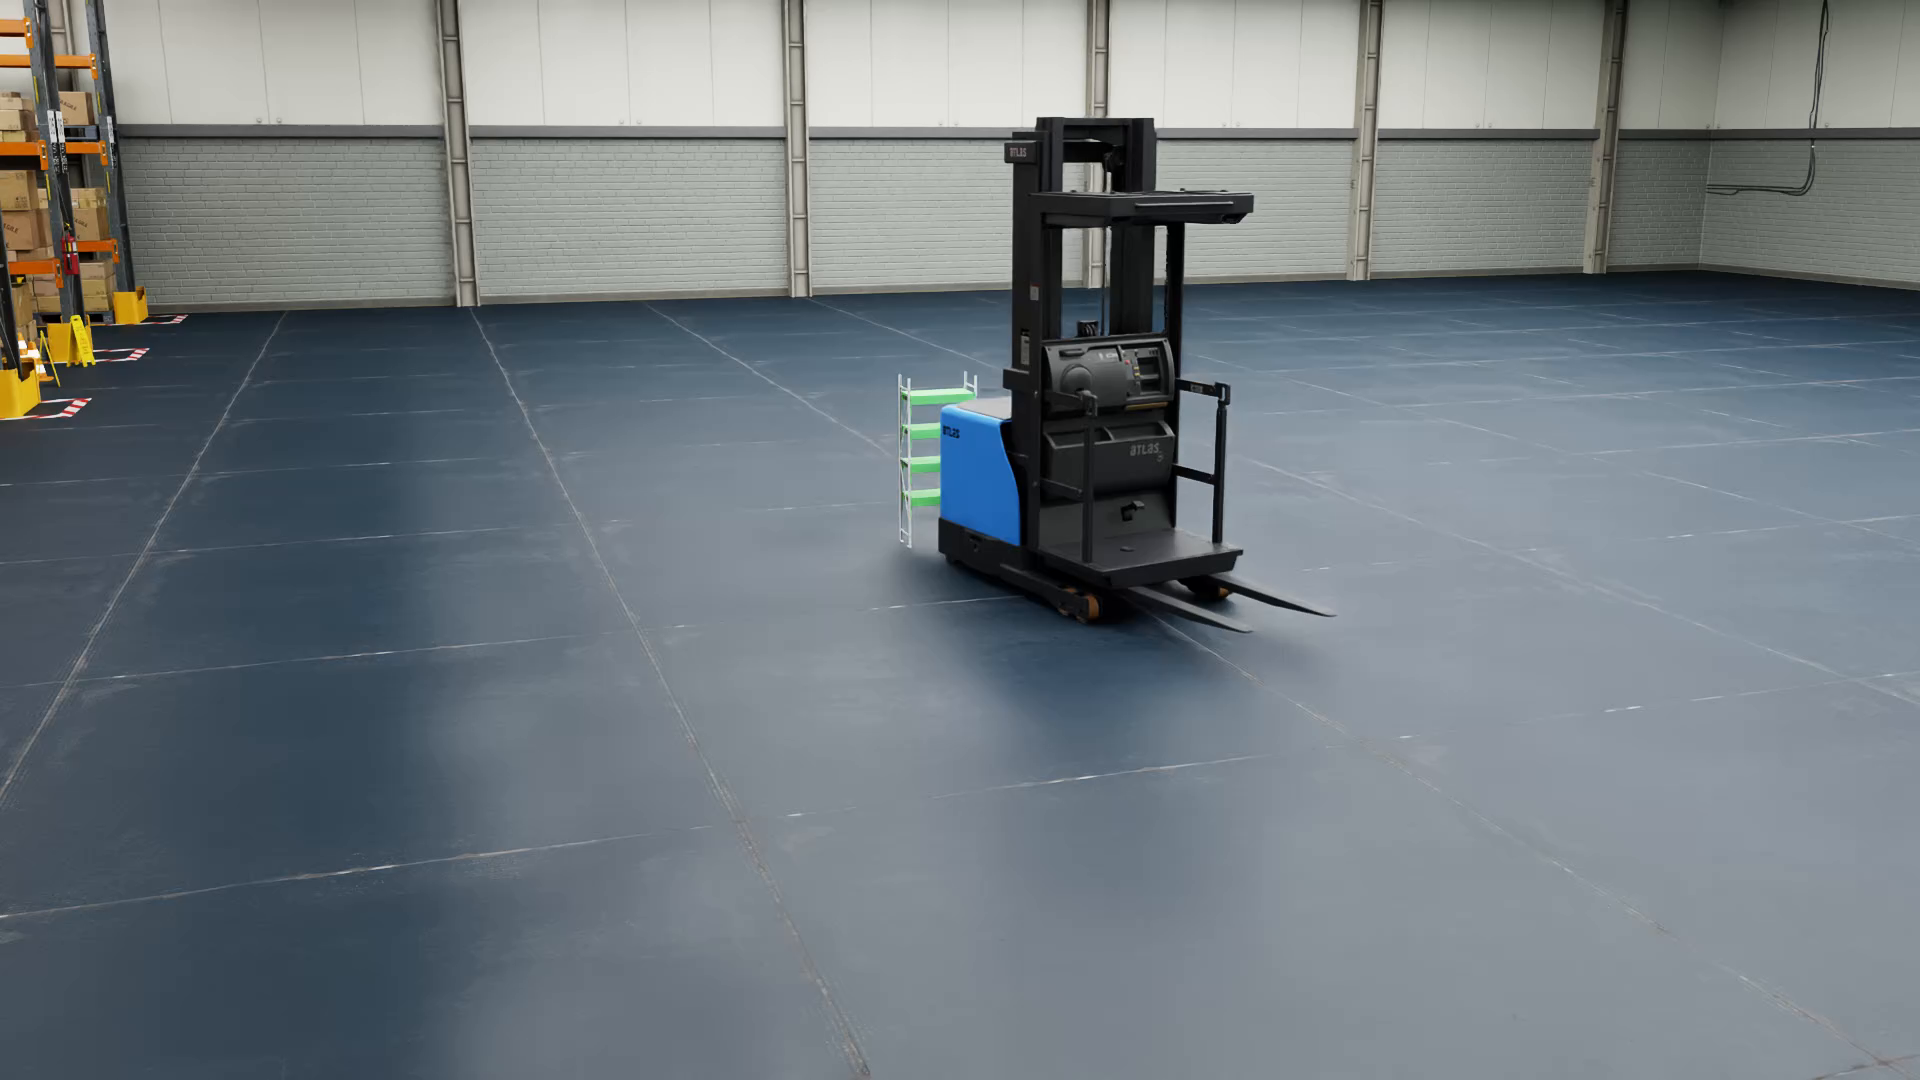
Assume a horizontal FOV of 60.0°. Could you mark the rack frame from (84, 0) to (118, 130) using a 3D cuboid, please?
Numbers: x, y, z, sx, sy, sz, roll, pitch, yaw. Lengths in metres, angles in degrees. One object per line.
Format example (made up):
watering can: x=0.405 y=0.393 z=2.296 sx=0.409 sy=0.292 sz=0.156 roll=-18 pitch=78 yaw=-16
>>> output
rack frame: x=-13.432 y=-7.935 z=25.892 sx=0.127 sy=3.000 sz=1.000 roll=-4 pitch=14 yaw=-18

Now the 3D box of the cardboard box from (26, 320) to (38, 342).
cardboard box: x=-12.699 y=-2.795 z=22.285 sx=0.500 sy=0.250 sz=0.500 roll=-5 pitch=14 yaw=-19

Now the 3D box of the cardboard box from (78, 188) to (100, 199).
cardboard box: x=-13.705 y=-5.452 z=26.160 sx=0.250 sy=0.149 sz=0.380 roll=-4 pitch=14 yaw=-18

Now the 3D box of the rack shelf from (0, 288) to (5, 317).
rack shelf: x=-12.067 y=-2.352 z=16.941 sx=4.000 sy=0.370 sz=1.077 roll=-4 pitch=14 yaw=-18

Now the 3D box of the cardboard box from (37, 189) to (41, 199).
cardboard box: x=-14.428 y=-5.400 z=25.940 sx=0.250 sy=0.149 sz=0.380 roll=-4 pitch=14 yaw=-18

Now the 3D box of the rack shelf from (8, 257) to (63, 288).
rack shelf: x=-13.741 y=-3.430 z=21.474 sx=4.000 sy=0.370 sz=1.077 roll=-4 pitch=14 yaw=-18

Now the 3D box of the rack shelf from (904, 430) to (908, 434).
rack shelf: x=-0.157 y=-0.771 z=11.744 sx=0.442 sy=0.029 sz=0.199 roll=-4 pitch=14 yaw=-18

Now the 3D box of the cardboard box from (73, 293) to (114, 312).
cardboard box: x=-13.777 y=-3.779 z=26.419 sx=0.500 sy=0.250 sz=0.500 roll=-4 pitch=14 yaw=-18

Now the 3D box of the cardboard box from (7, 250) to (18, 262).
cardboard box: x=-12.337 y=-3.688 z=21.546 sx=0.250 sy=0.149 sz=0.380 roll=-5 pitch=14 yaw=-19

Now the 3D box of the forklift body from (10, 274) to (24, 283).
forklift body: x=-14.648 y=-4.063 z=24.414 sx=1.214 sy=2.155 sz=2.313 roll=-4 pitch=14 yaw=-18

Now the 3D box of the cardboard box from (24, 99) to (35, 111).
cardboard box: x=-12.248 y=-5.671 z=21.678 sx=0.250 sy=0.149 sz=0.380 roll=-5 pitch=14 yaw=-18

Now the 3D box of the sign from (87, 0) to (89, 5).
sign: x=-13.273 y=-8.307 z=25.270 sx=0.005 sy=0.325 sz=0.100 roll=-4 pitch=14 yaw=-18

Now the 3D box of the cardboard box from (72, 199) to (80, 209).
cardboard box: x=-13.904 y=-5.268 z=26.027 sx=0.250 sy=0.149 sz=0.380 roll=-4 pitch=14 yaw=-17

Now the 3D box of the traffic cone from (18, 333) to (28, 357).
traffic cone: x=-11.842 y=-2.379 z=20.982 sx=0.334 sy=0.463 sz=0.336 roll=-4 pitch=14 yaw=-18

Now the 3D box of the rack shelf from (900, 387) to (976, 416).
rack shelf: x=-0.157 y=-0.976 z=11.695 sx=0.480 sy=0.148 sz=0.258 roll=-4 pitch=14 yaw=-18

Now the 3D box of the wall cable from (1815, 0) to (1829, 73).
wall cable: x=18.130 y=-10.575 z=32.791 sx=0.112 sy=2.526 sz=3.097 roll=-4 pitch=14 yaw=-18

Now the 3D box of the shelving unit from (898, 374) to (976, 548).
shelving unit: x=-0.162 y=-0.571 z=11.789 sx=0.492 sy=1.200 sz=0.258 roll=-4 pitch=14 yaw=-18

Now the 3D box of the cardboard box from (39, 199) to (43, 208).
cardboard box: x=-14.408 y=-5.246 z=25.937 sx=0.250 sy=0.149 sz=0.380 roll=-5 pitch=14 yaw=-18

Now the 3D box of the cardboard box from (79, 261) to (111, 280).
cardboard box: x=-13.769 y=-4.267 z=26.310 sx=0.500 sy=0.250 sz=0.500 roll=-4 pitch=14 yaw=-16

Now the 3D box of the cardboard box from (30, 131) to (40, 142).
cardboard box: x=-12.264 y=-5.311 z=21.889 sx=0.250 sy=0.149 sz=0.380 roll=-4 pitch=14 yaw=-18

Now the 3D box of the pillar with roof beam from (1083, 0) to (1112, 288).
pillar with roof beam: x=4.053 y=-8.465 z=28.123 sx=0.400 sy=9.000 sz=9.100 roll=-4 pitch=14 yaw=-18

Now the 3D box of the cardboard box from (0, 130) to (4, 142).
cardboard box: x=-12.320 y=-5.151 z=21.217 sx=0.250 sy=0.149 sz=0.380 roll=-4 pitch=14 yaw=-18

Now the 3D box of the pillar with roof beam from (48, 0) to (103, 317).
pillar with roof beam: x=-17.738 y=-6.442 z=19.617 sx=11.283 sy=9.000 sz=11.773 roll=-4 pitch=14 yaw=-18

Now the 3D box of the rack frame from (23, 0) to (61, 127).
rack frame: x=-11.846 y=-6.846 z=21.317 sx=0.127 sy=3.000 sz=1.000 roll=-4 pitch=14 yaw=-18

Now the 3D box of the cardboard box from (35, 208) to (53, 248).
cardboard box: x=-12.383 y=-4.147 z=22.074 sx=0.500 sy=0.500 sz=0.500 roll=-5 pitch=14 yaw=-19

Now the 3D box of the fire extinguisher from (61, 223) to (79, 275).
fire extinguisher: x=-11.590 y=-3.797 z=21.630 sx=0.183 sy=0.674 sz=0.296 roll=-4 pitch=14 yaw=-18

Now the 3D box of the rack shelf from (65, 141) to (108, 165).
rack shelf: x=-15.328 y=-5.978 z=25.702 sx=4.000 sy=0.370 sz=1.077 roll=-4 pitch=14 yaw=-18

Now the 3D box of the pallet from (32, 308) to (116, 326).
pallet: x=-14.144 y=-3.594 z=26.633 sx=1.213 sy=0.211 sz=1.003 roll=-4 pitch=14 yaw=-18

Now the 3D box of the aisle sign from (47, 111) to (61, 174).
aisle sign: x=-11.695 y=-5.133 z=21.462 sx=0.004 sy=0.787 sz=0.394 roll=-4 pitch=14 yaw=-18

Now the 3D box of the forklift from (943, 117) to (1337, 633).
forklift: x=1.037 y=-1.054 z=10.077 sx=1.121 sy=2.935 sz=3.031 roll=-8 pitch=16 yaw=-30

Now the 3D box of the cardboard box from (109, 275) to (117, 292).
cardboard box: x=-13.944 y=-4.137 z=26.844 sx=0.500 sy=0.250 sz=0.500 roll=-4 pitch=14 yaw=-17
